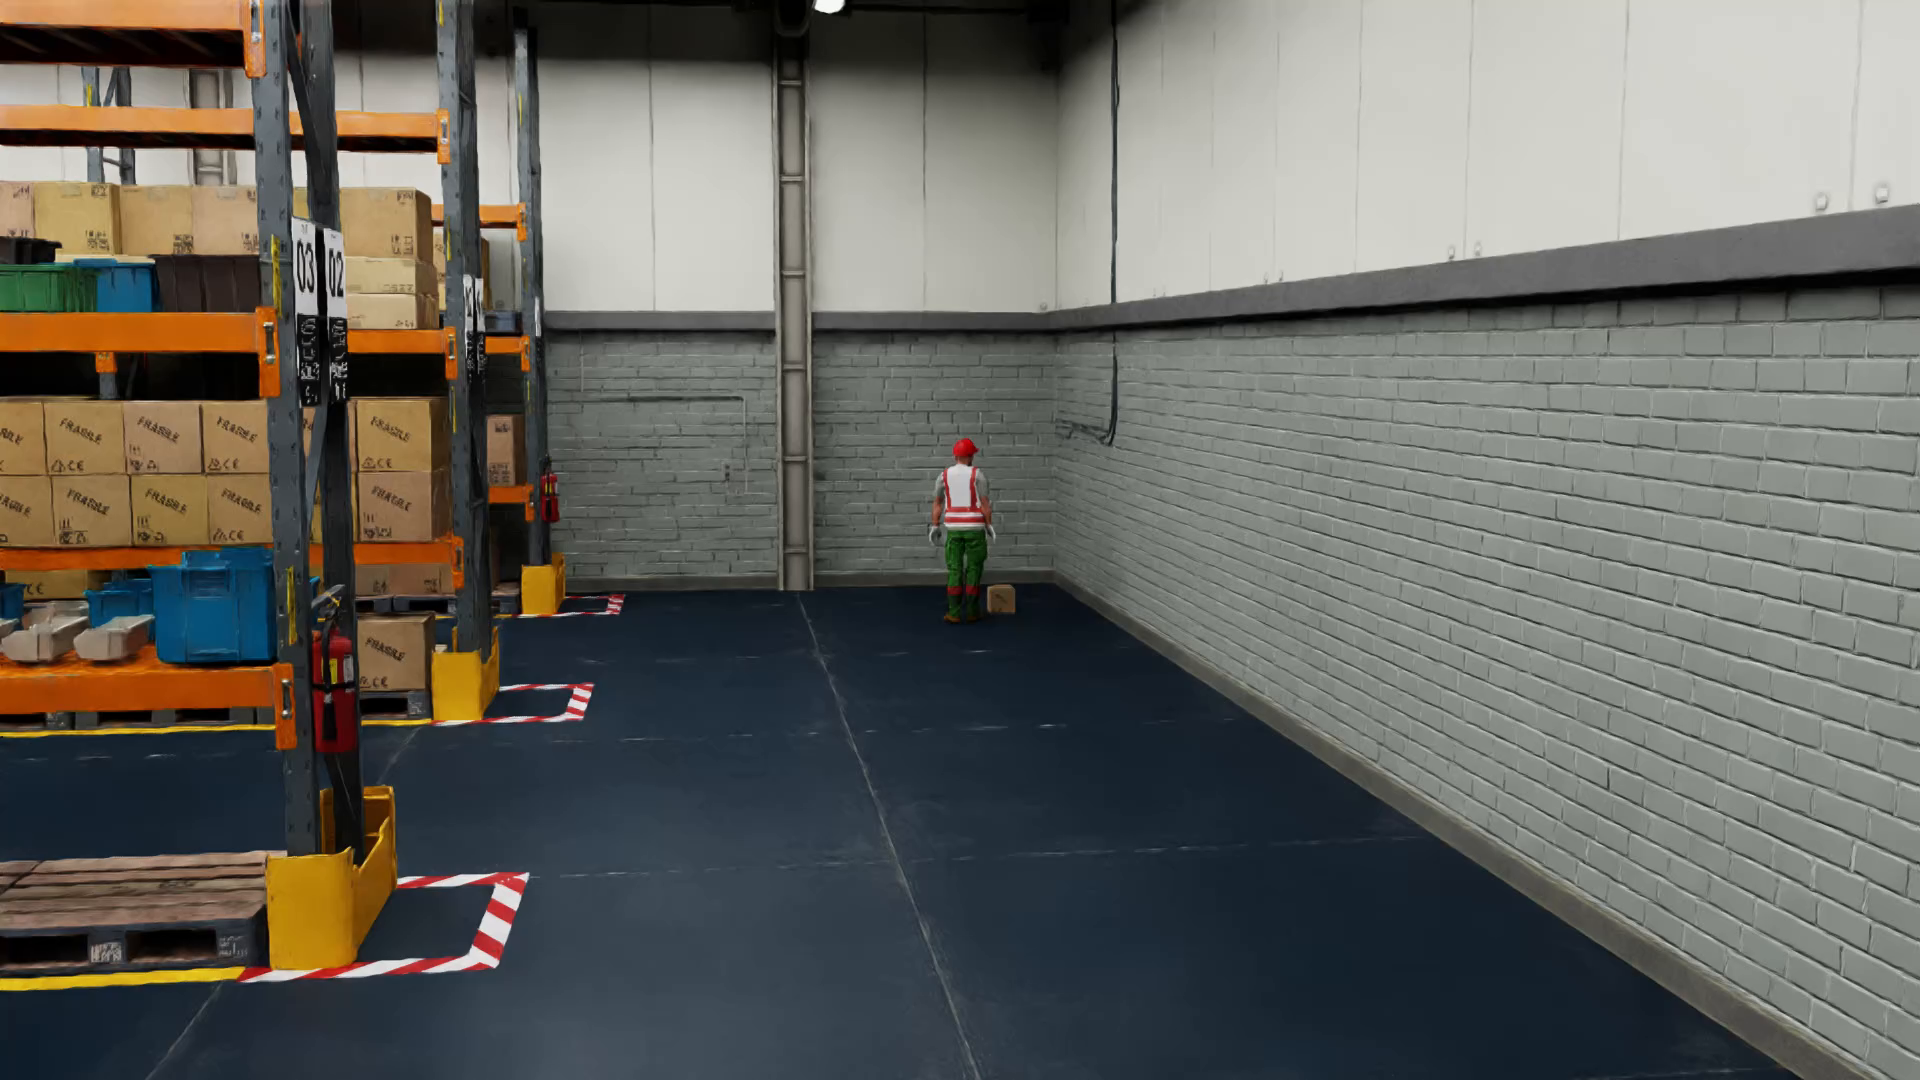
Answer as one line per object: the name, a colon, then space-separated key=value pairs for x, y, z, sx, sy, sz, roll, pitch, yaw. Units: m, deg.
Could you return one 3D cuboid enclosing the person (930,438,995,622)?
person: x=0.035 y=-0.107 z=16.314 sx=0.648 sy=1.791 sz=0.424 roll=1 pitch=7 yaw=13
